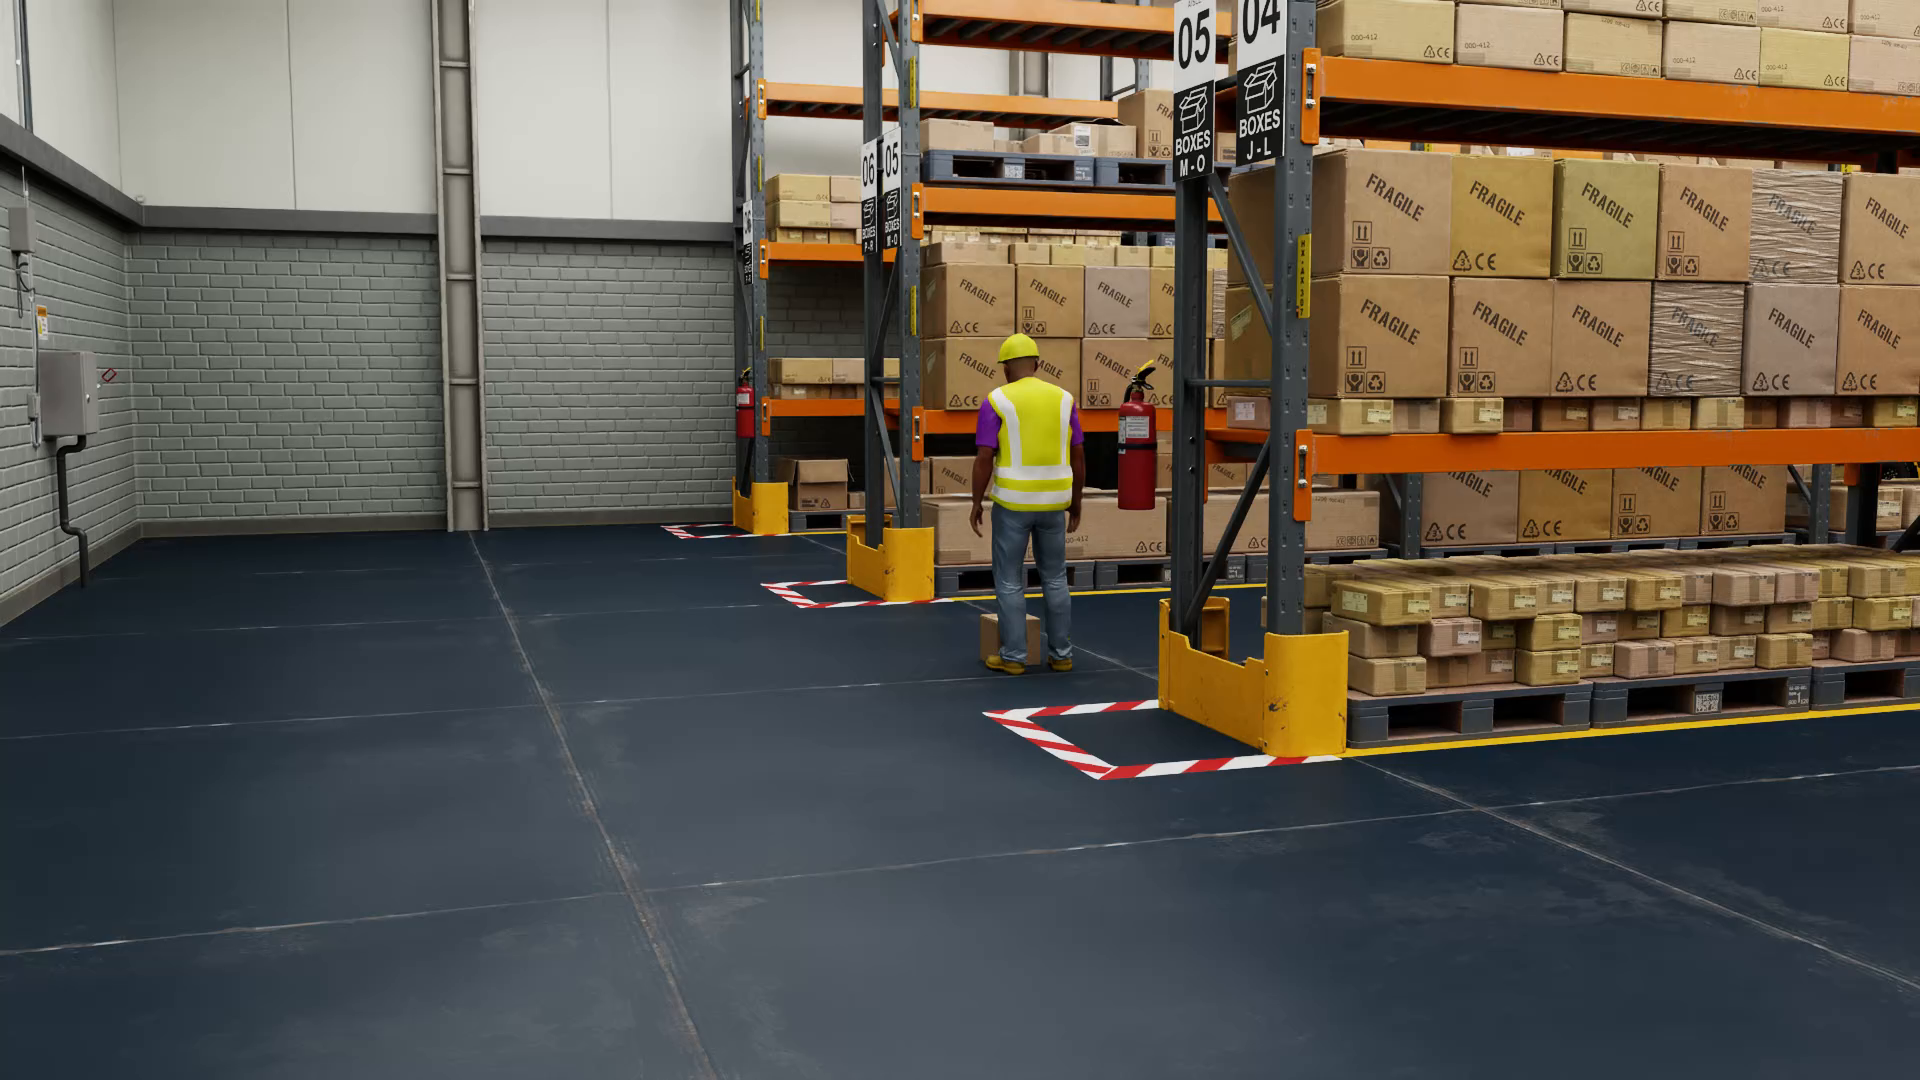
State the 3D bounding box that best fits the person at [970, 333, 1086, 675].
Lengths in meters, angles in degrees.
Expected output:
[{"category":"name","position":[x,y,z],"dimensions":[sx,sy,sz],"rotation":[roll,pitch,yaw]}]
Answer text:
[{"category":"person","position":[0.350,-0.193,8.674],"dimensions":[0.635,1.760,0.463],"rotation":[-2,6,-20]}]
